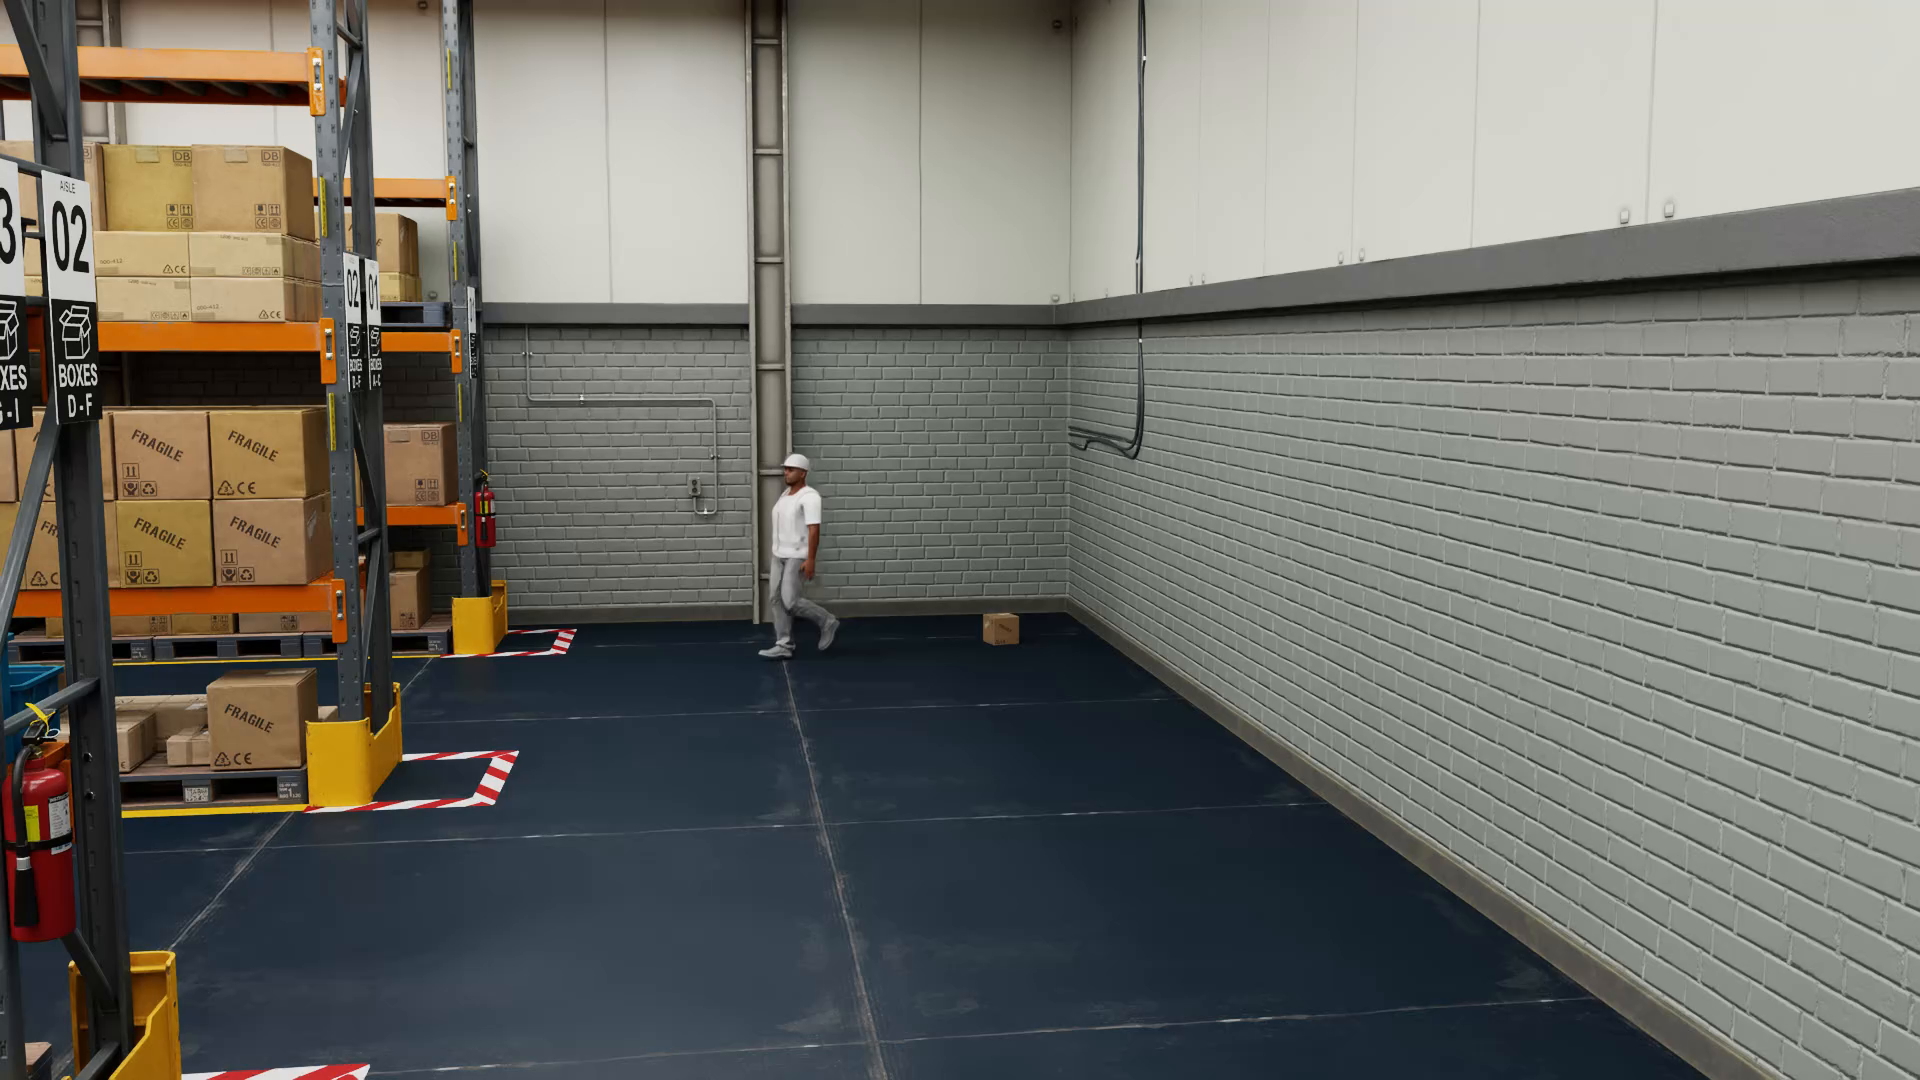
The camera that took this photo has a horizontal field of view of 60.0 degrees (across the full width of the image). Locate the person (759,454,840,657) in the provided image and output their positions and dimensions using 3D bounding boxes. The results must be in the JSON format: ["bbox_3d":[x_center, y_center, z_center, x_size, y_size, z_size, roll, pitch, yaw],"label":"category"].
[{"bbox_3d":[-1.397,0.137,14.261,0.679,1.748,0.588,-5,8,-35],"label":"person"}]
